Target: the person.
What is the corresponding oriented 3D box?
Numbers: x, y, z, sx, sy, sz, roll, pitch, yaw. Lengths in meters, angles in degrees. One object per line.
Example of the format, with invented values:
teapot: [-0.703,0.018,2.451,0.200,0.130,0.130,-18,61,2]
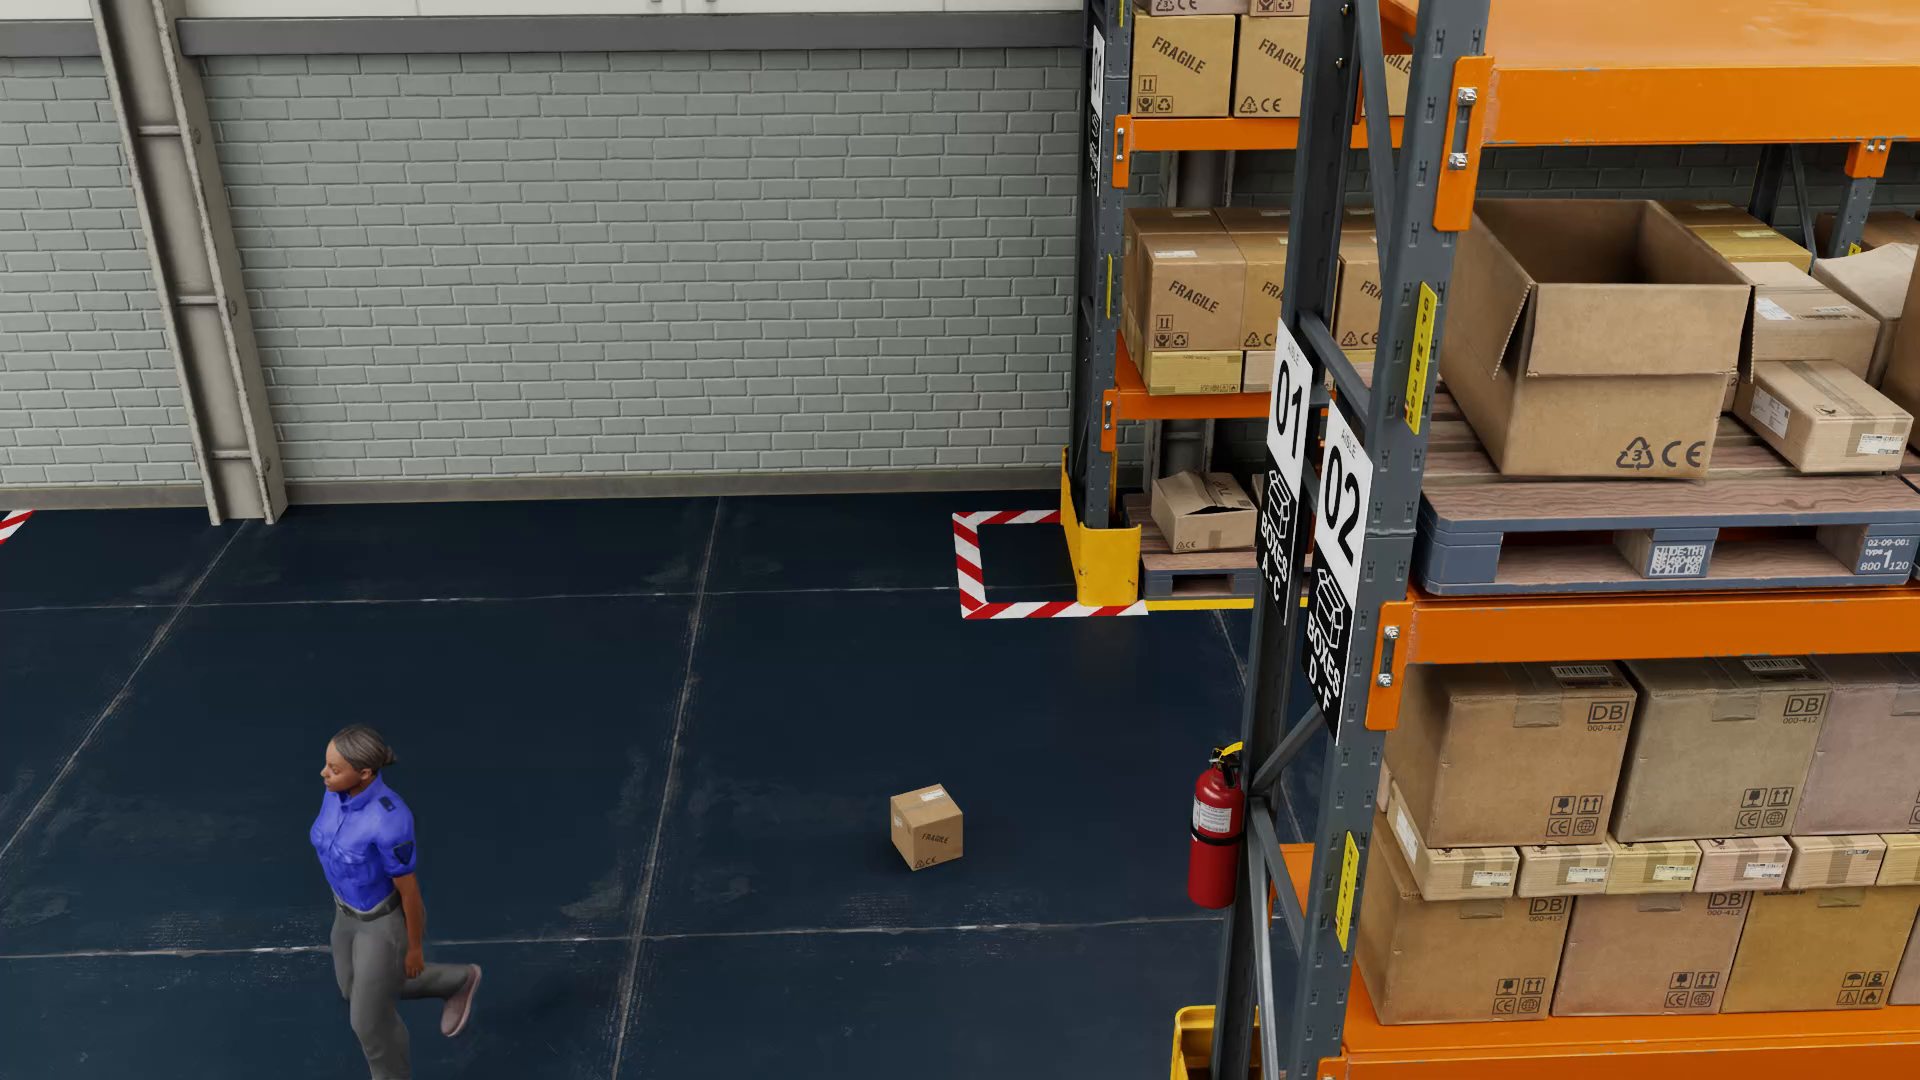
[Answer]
person: [-2.077,1.349,6.028,0.451,1.632,0.700,24,36,38]
